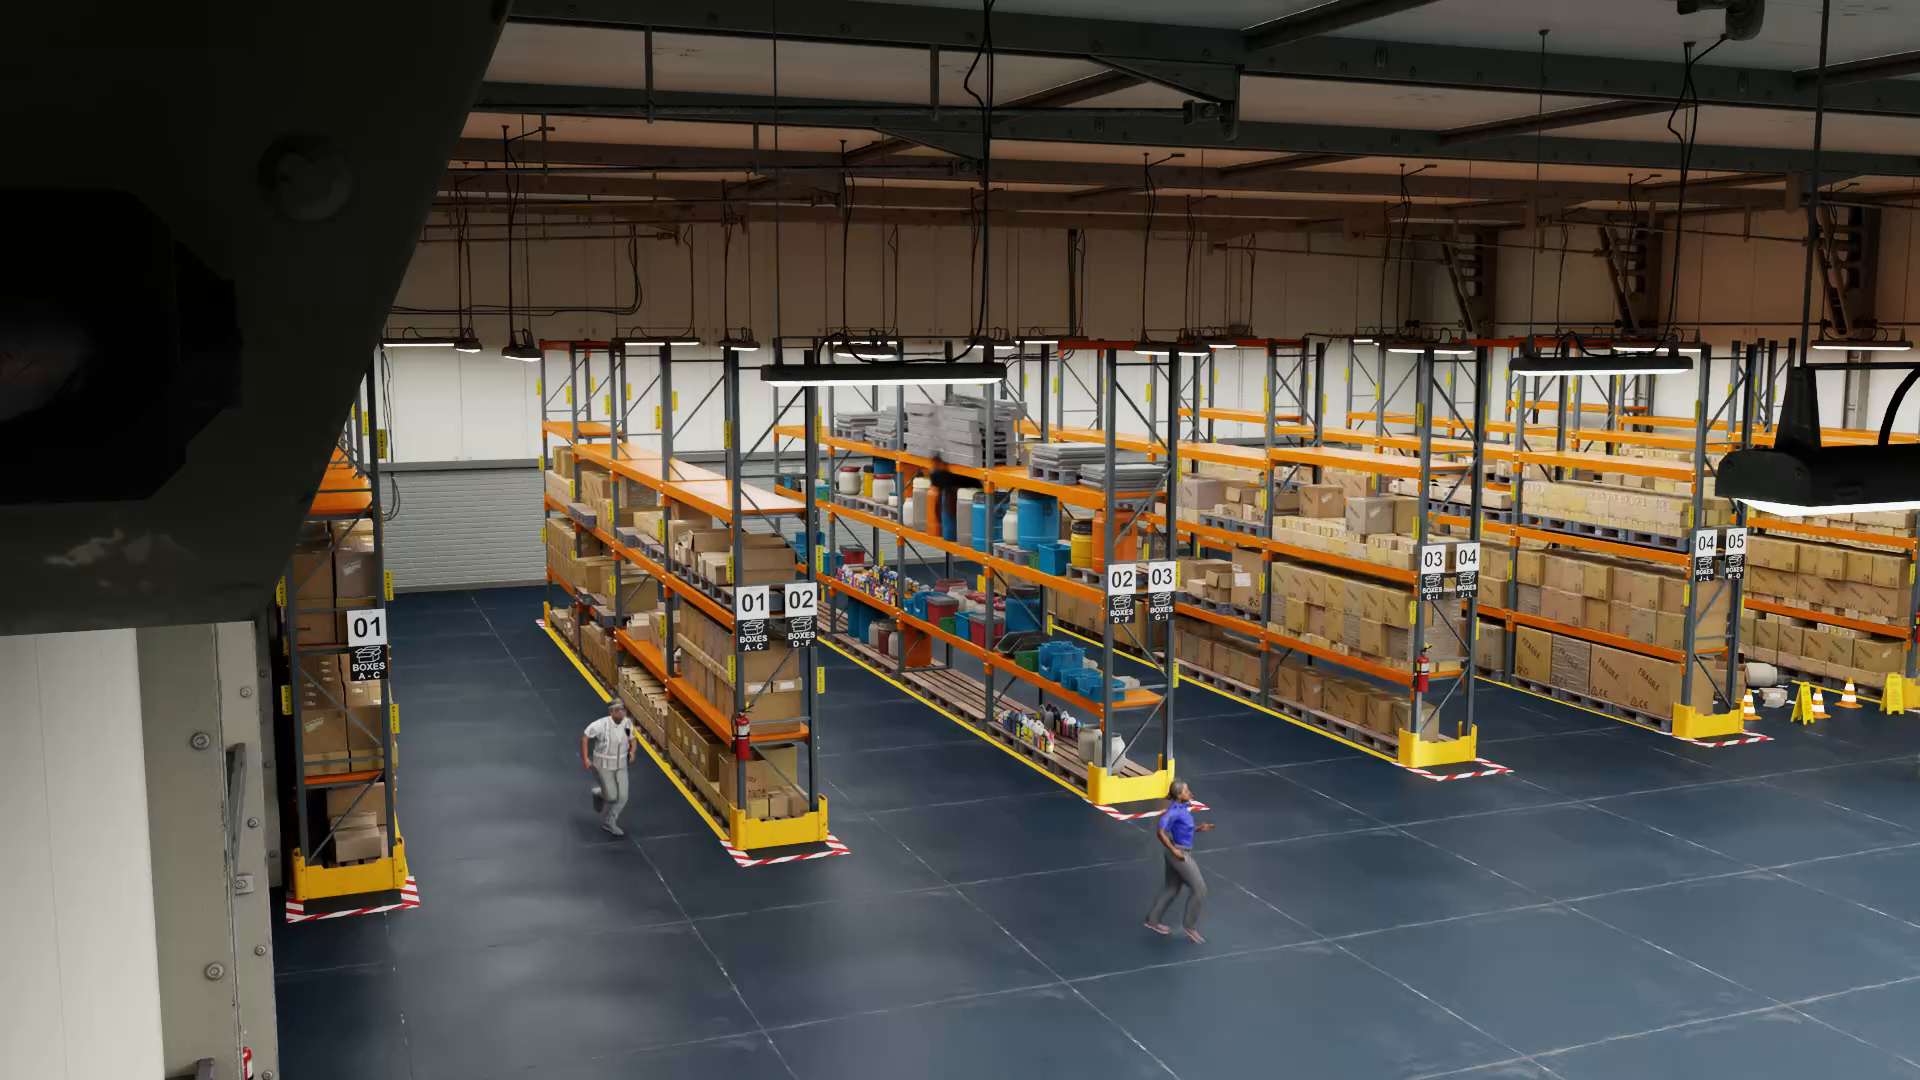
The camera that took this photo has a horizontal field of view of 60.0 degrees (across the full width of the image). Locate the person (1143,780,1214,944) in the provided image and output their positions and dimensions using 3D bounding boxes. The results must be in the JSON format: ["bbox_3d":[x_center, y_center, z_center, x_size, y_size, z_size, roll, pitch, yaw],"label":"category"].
[{"bbox_3d":[2.262,3.305,17.081,0.699,1.712,0.554,0,7,1],"label":"person"}]

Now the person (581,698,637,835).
[{"bbox_3d":[-4.353,2.804,20.757,0.702,1.739,0.705,-6,10,-40],"label":"person"}]
